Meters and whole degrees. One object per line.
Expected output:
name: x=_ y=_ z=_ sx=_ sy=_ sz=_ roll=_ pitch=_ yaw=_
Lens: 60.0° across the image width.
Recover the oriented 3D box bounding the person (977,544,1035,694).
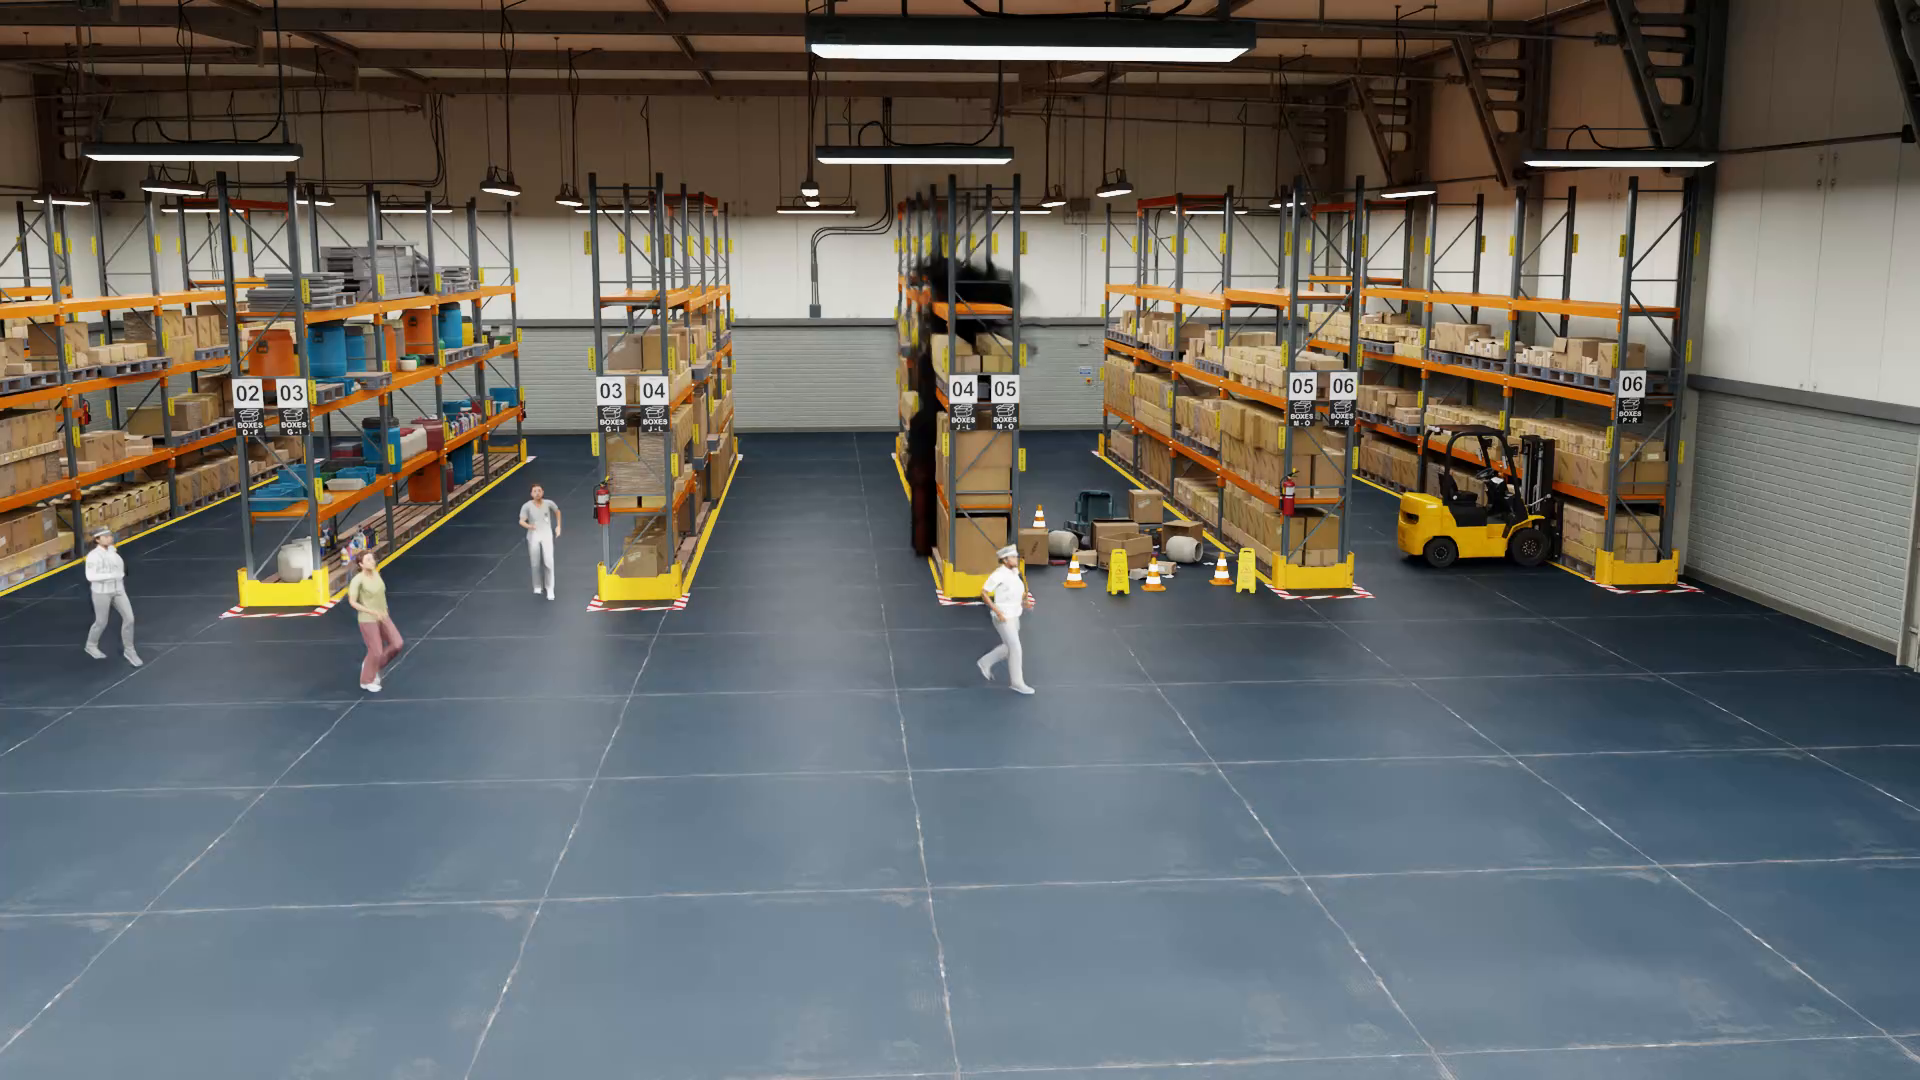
person: x=0.504 y=0.871 z=18.892 sx=0.809 sy=1.689 sz=0.597 roll=6 pitch=12 yaw=32

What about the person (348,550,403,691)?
person: x=-6.628 y=0.912 z=18.859 sx=0.526 sy=1.628 sz=0.590 roll=4 pitch=11 yaw=22

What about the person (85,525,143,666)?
person: x=-10.295 y=0.669 z=20.064 sx=0.777 sy=1.753 sz=0.598 roll=4 pitch=11 yaw=22

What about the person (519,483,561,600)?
person: x=-6.000 y=0.030 z=23.821 sx=0.589 sy=1.701 sz=0.706 roll=-3 pitch=10 yaw=-17
